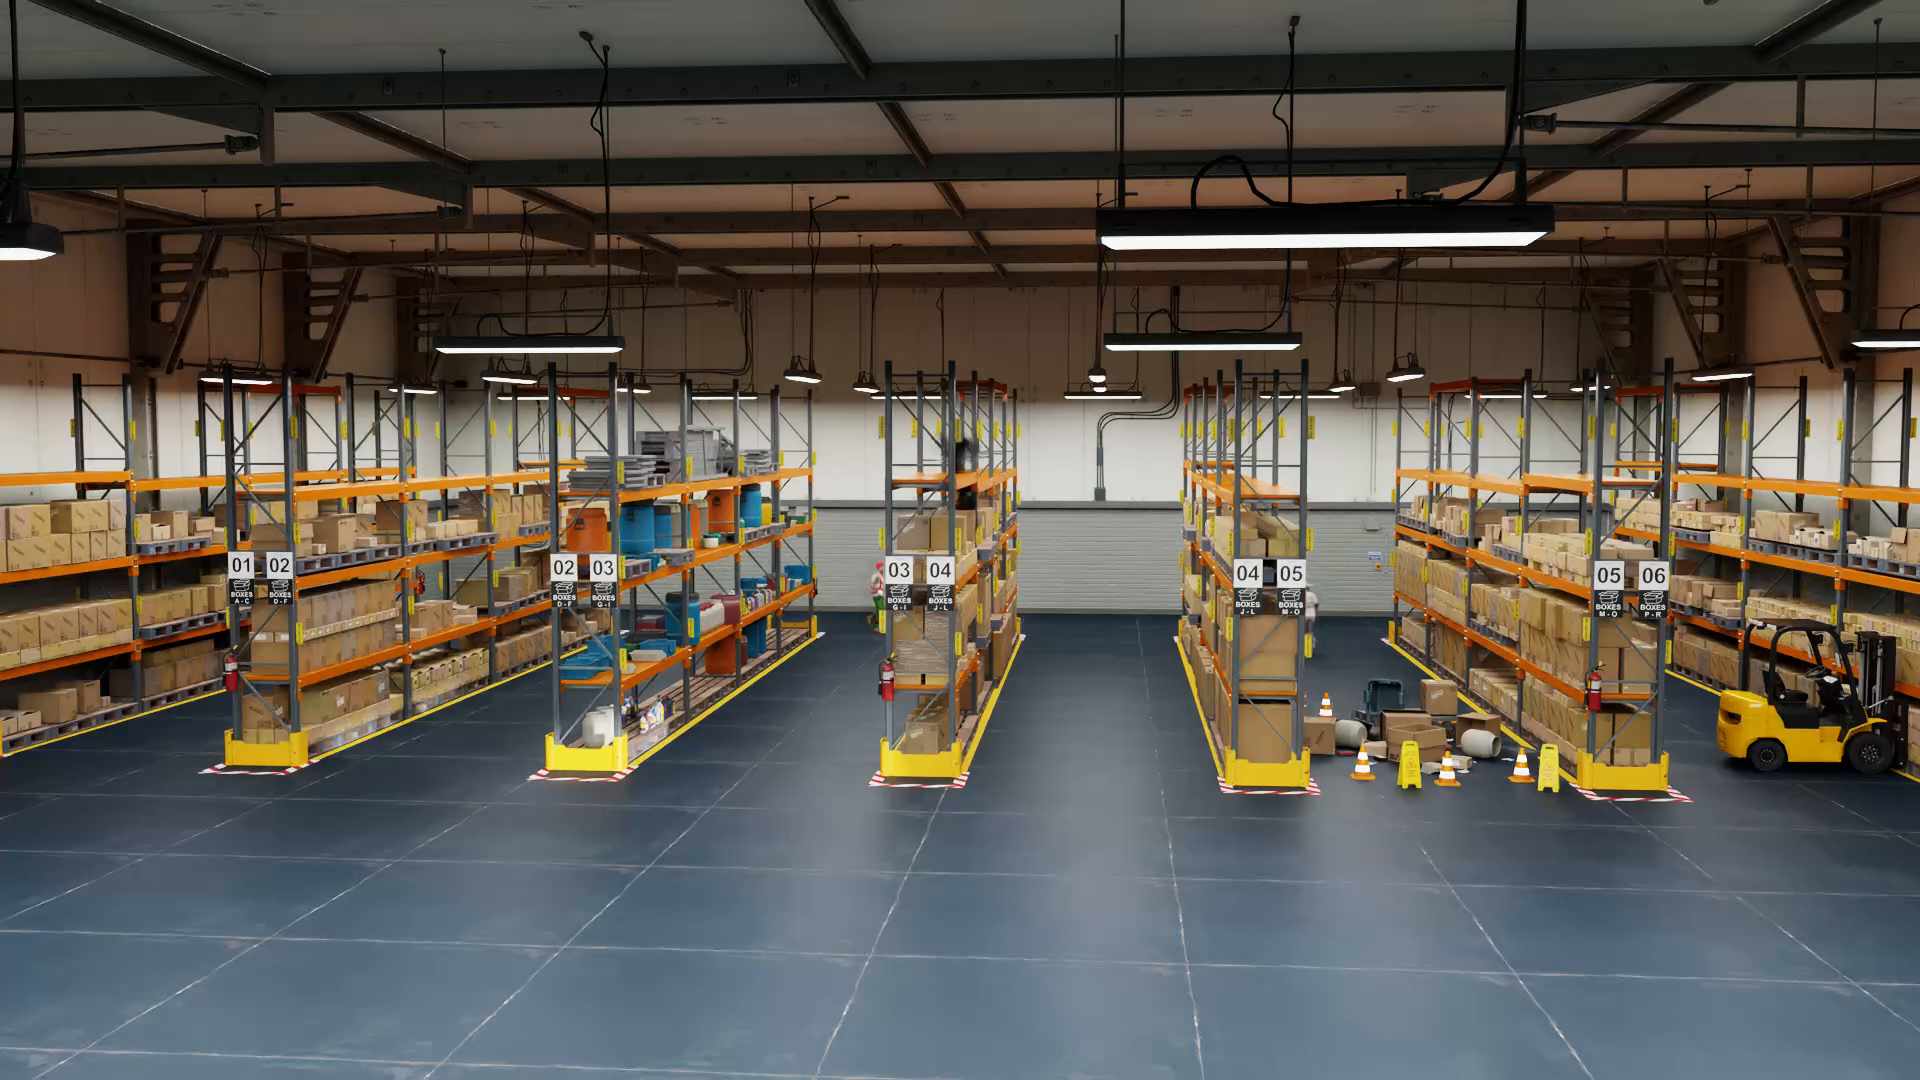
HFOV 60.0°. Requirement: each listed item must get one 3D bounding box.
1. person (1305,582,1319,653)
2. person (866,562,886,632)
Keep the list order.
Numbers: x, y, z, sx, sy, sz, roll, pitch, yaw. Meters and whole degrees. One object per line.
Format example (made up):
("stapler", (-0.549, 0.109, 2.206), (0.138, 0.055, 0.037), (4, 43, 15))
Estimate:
("person", (7.825, 1.745, 37.306), (0.571, 1.634, 0.532), (-1, 4, -20))
("person", (-2.052, 1.411, 41.630), (0.571, 1.723, 0.752), (1, 4, 21))
